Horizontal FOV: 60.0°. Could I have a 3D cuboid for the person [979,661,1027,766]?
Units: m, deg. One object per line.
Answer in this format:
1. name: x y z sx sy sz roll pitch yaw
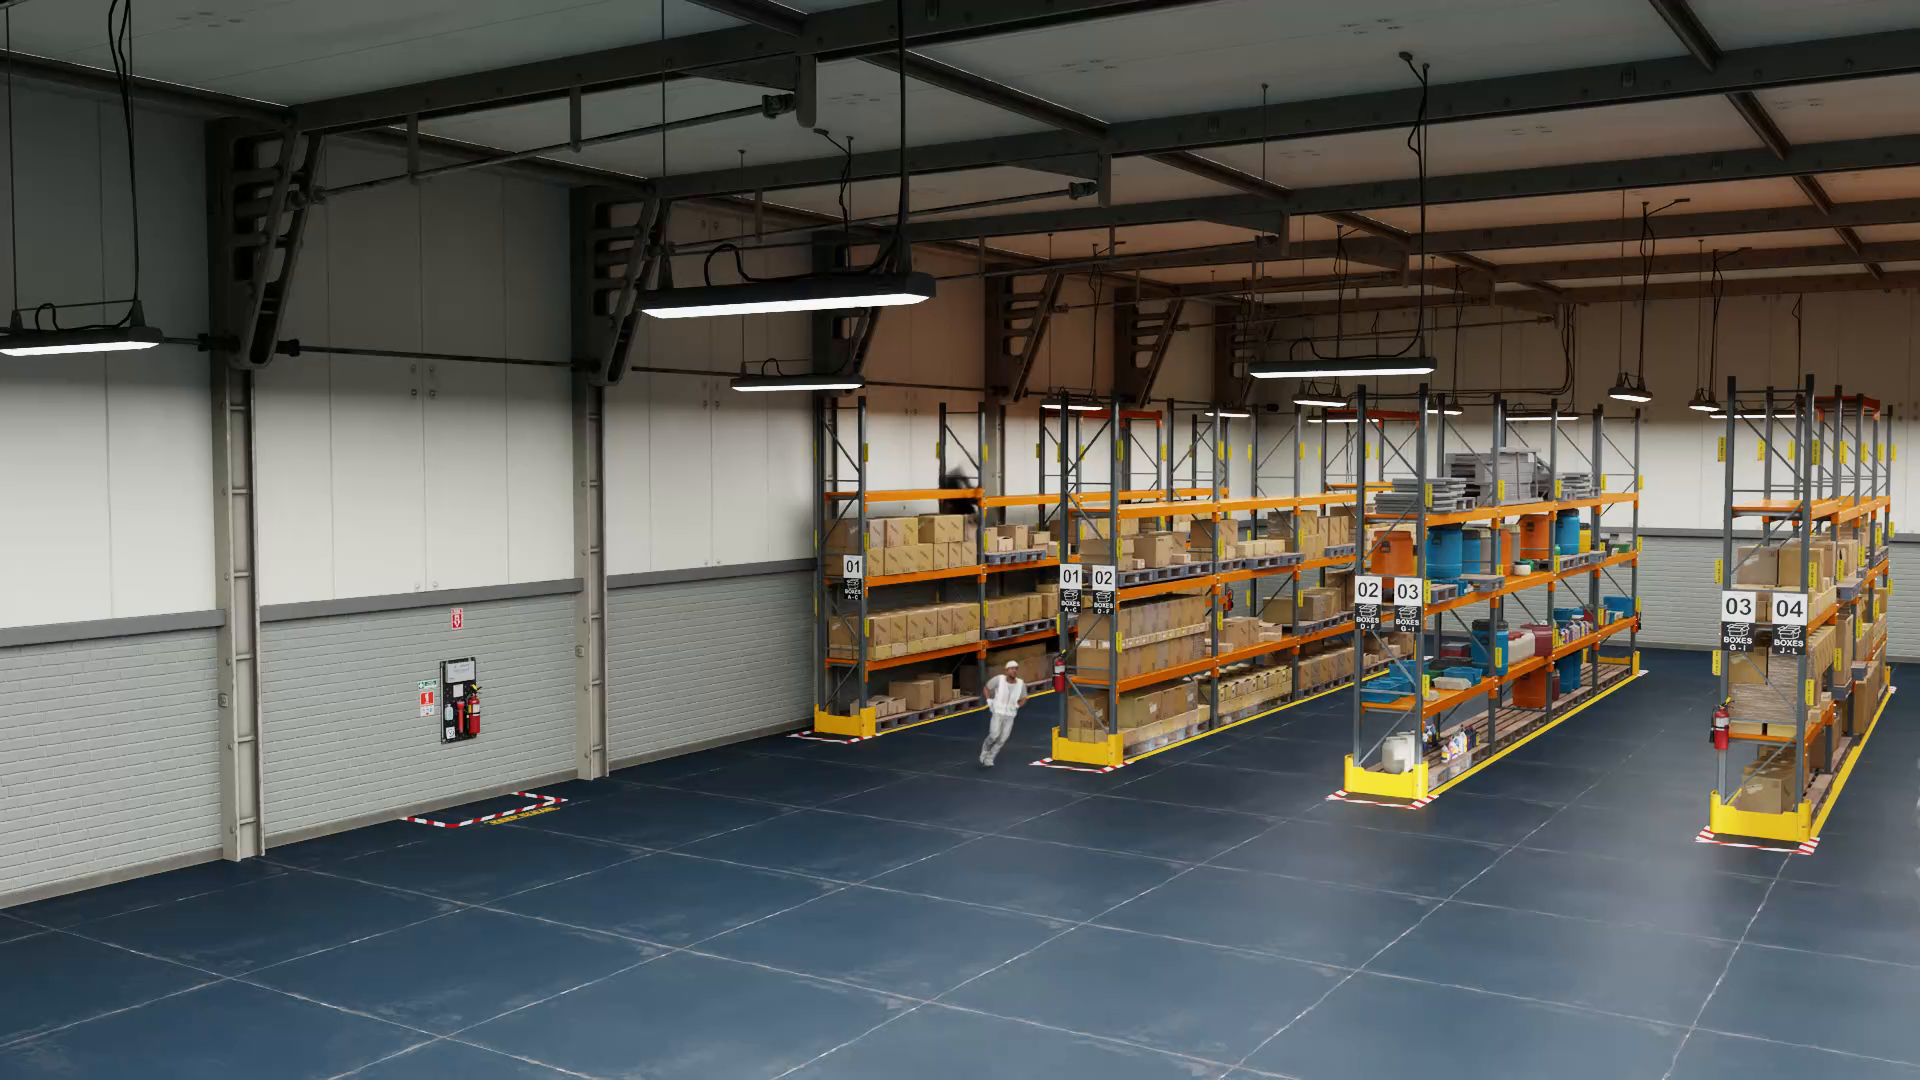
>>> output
1. person: 0.710 2.755 26.397 0.738 1.690 0.569 -1 3 -13
